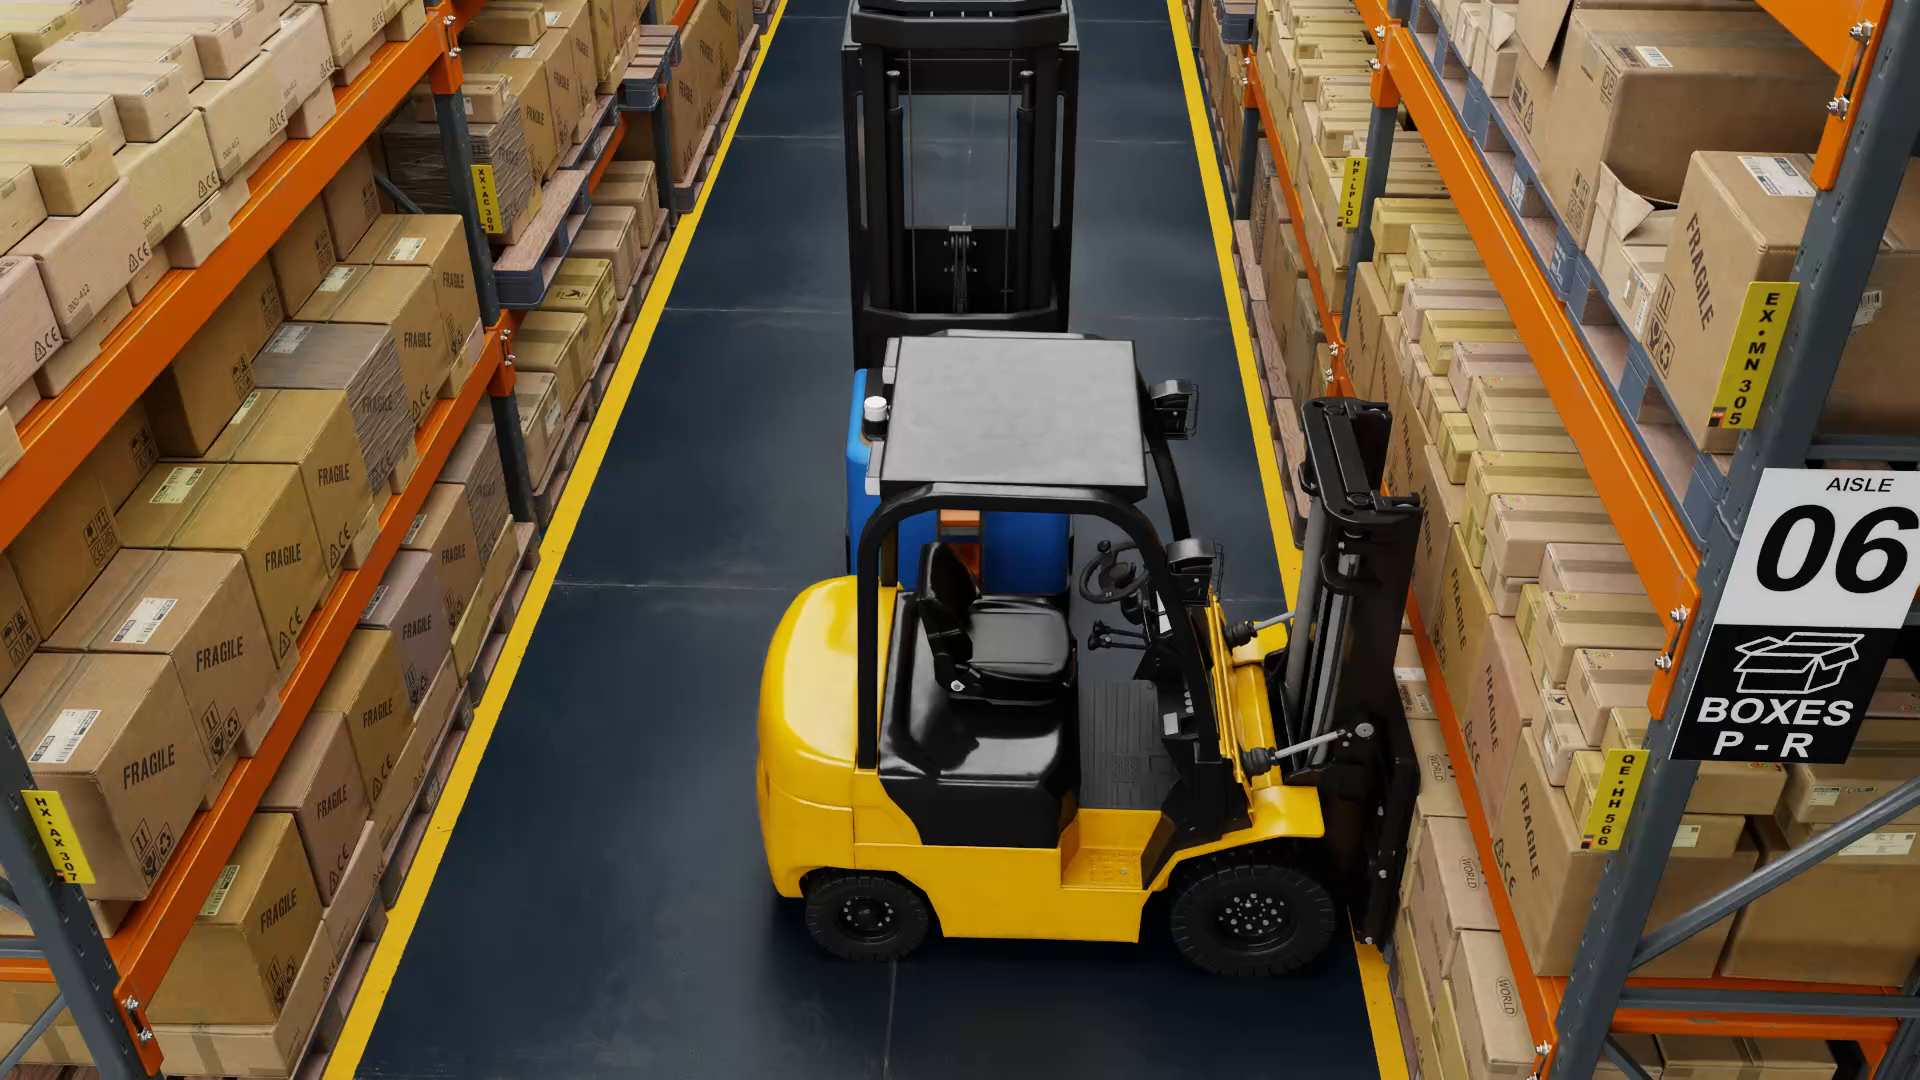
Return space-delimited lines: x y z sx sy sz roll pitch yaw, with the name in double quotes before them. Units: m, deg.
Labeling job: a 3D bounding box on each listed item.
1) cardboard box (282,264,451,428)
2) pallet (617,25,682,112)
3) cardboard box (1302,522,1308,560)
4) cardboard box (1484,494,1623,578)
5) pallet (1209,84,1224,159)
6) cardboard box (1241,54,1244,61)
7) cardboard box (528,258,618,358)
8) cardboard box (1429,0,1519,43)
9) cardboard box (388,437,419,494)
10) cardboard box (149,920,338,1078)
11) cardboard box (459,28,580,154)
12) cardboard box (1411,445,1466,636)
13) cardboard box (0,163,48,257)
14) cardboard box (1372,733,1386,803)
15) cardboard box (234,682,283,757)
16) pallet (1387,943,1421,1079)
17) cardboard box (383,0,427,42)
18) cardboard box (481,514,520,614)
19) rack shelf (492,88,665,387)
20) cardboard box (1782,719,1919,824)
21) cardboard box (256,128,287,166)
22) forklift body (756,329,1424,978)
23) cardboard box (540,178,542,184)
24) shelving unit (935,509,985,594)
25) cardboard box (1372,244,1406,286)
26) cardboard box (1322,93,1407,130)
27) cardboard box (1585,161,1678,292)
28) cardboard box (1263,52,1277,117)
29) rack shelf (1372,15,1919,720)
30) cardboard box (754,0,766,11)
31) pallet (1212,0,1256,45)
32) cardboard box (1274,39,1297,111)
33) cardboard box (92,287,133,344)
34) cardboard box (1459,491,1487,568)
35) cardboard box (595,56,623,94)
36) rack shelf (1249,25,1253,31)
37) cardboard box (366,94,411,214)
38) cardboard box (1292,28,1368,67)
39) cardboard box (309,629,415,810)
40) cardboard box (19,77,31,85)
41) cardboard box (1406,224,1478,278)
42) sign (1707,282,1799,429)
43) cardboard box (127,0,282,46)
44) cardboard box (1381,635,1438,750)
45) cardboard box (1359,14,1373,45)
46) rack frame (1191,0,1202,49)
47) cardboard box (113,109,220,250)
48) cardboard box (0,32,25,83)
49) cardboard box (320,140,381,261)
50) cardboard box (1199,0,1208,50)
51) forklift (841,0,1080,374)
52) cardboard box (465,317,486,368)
"cardboard box" -2.470 -0.801 6.880 0.500 0.500 0.500 2 35 3
"pallet" -2.448 -3.003 10.526 1.213 0.211 1.003 1 35 2
"cardboard box" 1.923 0.141 7.912 0.500 0.250 0.500 2 35 2
"cardboard box" 1.862 -0.010 5.191 0.380 0.149 0.250 2 35 3
"pallet" 2.553 -3.367 13.303 1.003 0.211 1.213 1 35 2
"cardboard box" 2.291 -3.543 12.373 0.380 0.149 0.250 2 35 3
"cardboard box" -2.617 -1.406 10.007 0.950 0.372 0.625 2 35 3
"cardboard box" 1.996 -2.014 5.969 0.500 0.311 0.500 2 35 3
"cardboard box" -2.433 -0.317 6.756 0.380 0.149 0.250 1 35 1
"cardboard box" -12.623 0.468 6.153 20.716 1.739 1.673 1 35 1
"cardboard box" -2.328 -2.364 8.739 0.500 0.500 0.500 1 35 2
"cardboard box" 1.929 0.005 5.993 0.500 0.500 0.500 2 35 2
"cardboard box" -2.564 -0.834 4.190 0.380 0.149 0.250 1 35 2
"cardboard box" 1.874 0.805 6.533 0.500 0.250 0.500 1 35 2
"cardboard box" -2.483 0.575 5.487 0.380 0.149 0.250 2 35 3
"pallet" 2.101 1.916 5.785 1.003 0.211 1.213 1 35 2
"cardboard box" -2.394 -2.131 6.729 0.380 0.149 0.250 1 35 2
"cardboard box" -2.442 0.104 7.965 0.500 0.250 0.500 3 35 4
"rack shelf" -2.607 -2.050 9.629 1.077 0.370 4.000 1 35 2
"cardboard box" 2.339 0.600 4.324 0.380 0.149 0.250 1 35 1
"cardboard box" -2.545 -1.393 5.679 0.380 0.149 0.250 2 35 3
"forklift body" 0.366 0.431 6.211 2.313 2.155 1.214 1 35 2
"cardboard box" -2.395 -1.882 8.618 0.380 0.149 0.250 3 35 5
"shelving unit" 0.000 0.161 7.554 0.215 1.050 0.252 0 35 0
"cardboard box" 1.997 -1.212 7.160 0.380 0.149 0.250 1 35 1
"cardboard box" 2.071 -2.181 8.540 0.380 0.149 0.250 1 35 1
"cardboard box" 1.852 -0.798 4.278 0.396 0.266 0.258 1 35 2
"cardboard box" 2.146 -2.781 10.174 0.500 0.250 0.500 1 35 1
"rack shelf" 2.193 -0.866 5.336 1.077 0.370 4.000 1 35 2
"cardboard box" -2.233 -5.273 15.453 0.875 0.438 0.875 1 35 1
"pallet" 2.391 -3.693 11.509 1.213 0.211 1.003 1 35 2
"cardboard box" 2.111 -2.686 9.605 0.500 0.250 0.500 0 35 1
"cardboard box" -2.558 -0.651 4.624 0.380 0.149 0.250 1 35 2
"cardboard box" 1.873 -0.034 5.484 0.380 0.149 0.250 2 35 2
"cardboard box" -2.223 -2.764 9.873 0.380 0.149 0.250 2 35 3
"rack shelf" 2.514 -4.315 12.683 0.919 0.124 3.809 1 35 2
"cardboard box" -2.898 -1.800 7.937 0.500 0.500 0.500 1 35 1
"cardboard box" 2.085 -2.769 9.375 0.380 0.149 0.250 2 35 3
"cardboard box" -2.493 0.690 6.479 0.500 0.500 0.500 2 35 3
"cardboard box" -3.041 -1.362 5.288 0.500 0.250 0.500 2 35 2
"cardboard box" 2.061 -1.181 6.858 0.380 0.149 0.250 2 35 3
"sign" 1.571 -0.362 3.292 0.100 0.325 0.005 1 35 2
"cardboard box" -2.466 -1.711 5.438 0.380 0.149 0.250 2 35 2
"cardboard box" 1.872 0.613 6.371 0.500 0.250 0.500 1 35 1
"cardboard box" 2.674 -2.965 10.002 0.500 0.250 0.500 2 35 2
"rack frame" 2.594 -5.679 14.167 1.000 3.000 0.127 1 35 2
"cardboard box" -2.535 -1.054 4.849 0.500 0.250 0.500 2 35 3
"cardboard box" -3.101 -1.430 5.039 0.380 0.149 0.250 2 35 3
"cardboard box" -2.921 -1.519 7.033 0.700 0.500 0.500 1 35 1
"cardboard box" 2.350 -4.555 14.377 0.500 0.500 0.500 3 35 4
"forklift" 0.006 -1.558 8.363 1.121 2.935 3.031 0 35 0
"cardboard box" -2.395 -0.900 7.587 0.380 0.149 0.250 1 35 1
